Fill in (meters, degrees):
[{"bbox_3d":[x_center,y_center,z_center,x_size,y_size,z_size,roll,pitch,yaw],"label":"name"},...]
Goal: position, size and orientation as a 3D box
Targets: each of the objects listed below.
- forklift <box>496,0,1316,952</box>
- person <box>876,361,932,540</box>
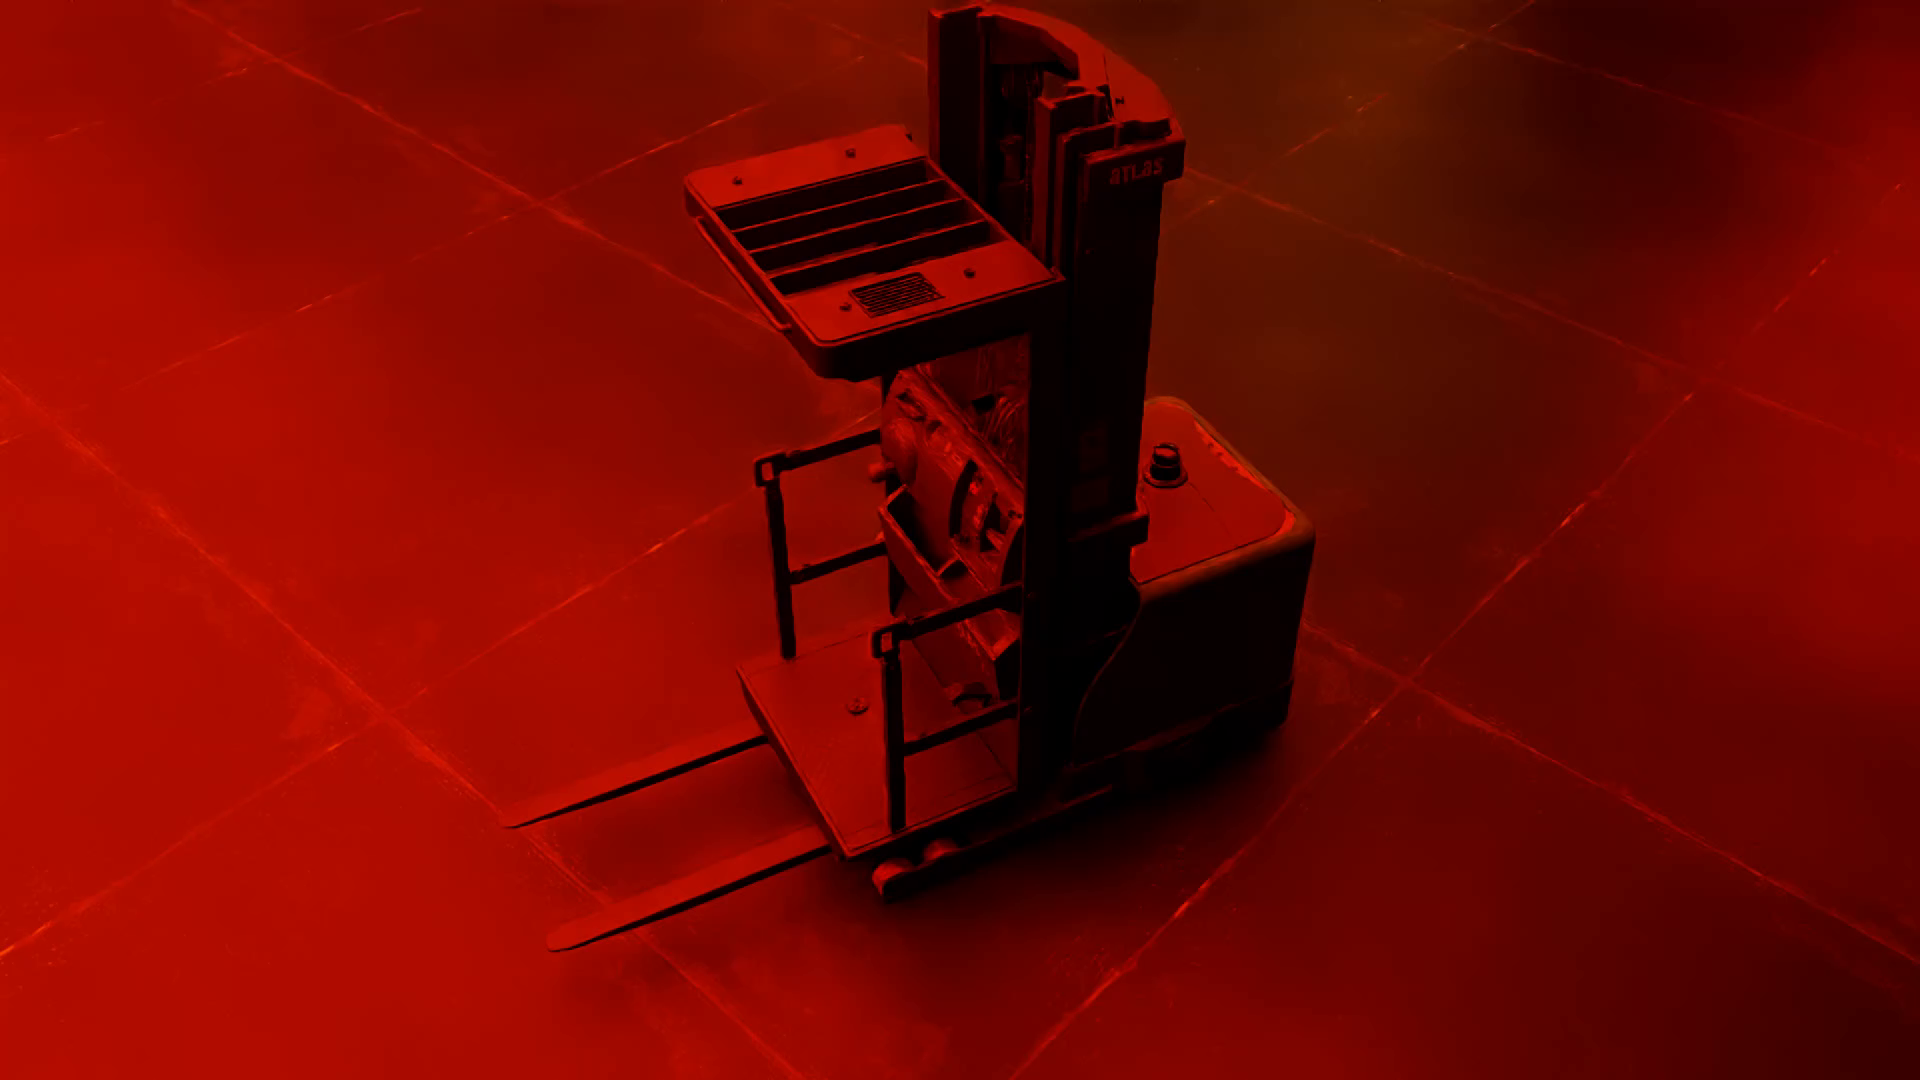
[{"bbox_3d":[-0.219,-0.183,5.641,3.031,2.935,1.130,-19,44,-21],"label":"forklift"},{"bbox_3d":[-0.060,-0.582,7.120,0.520,1.597,0.474,31,49,31],"label":"person"}]
